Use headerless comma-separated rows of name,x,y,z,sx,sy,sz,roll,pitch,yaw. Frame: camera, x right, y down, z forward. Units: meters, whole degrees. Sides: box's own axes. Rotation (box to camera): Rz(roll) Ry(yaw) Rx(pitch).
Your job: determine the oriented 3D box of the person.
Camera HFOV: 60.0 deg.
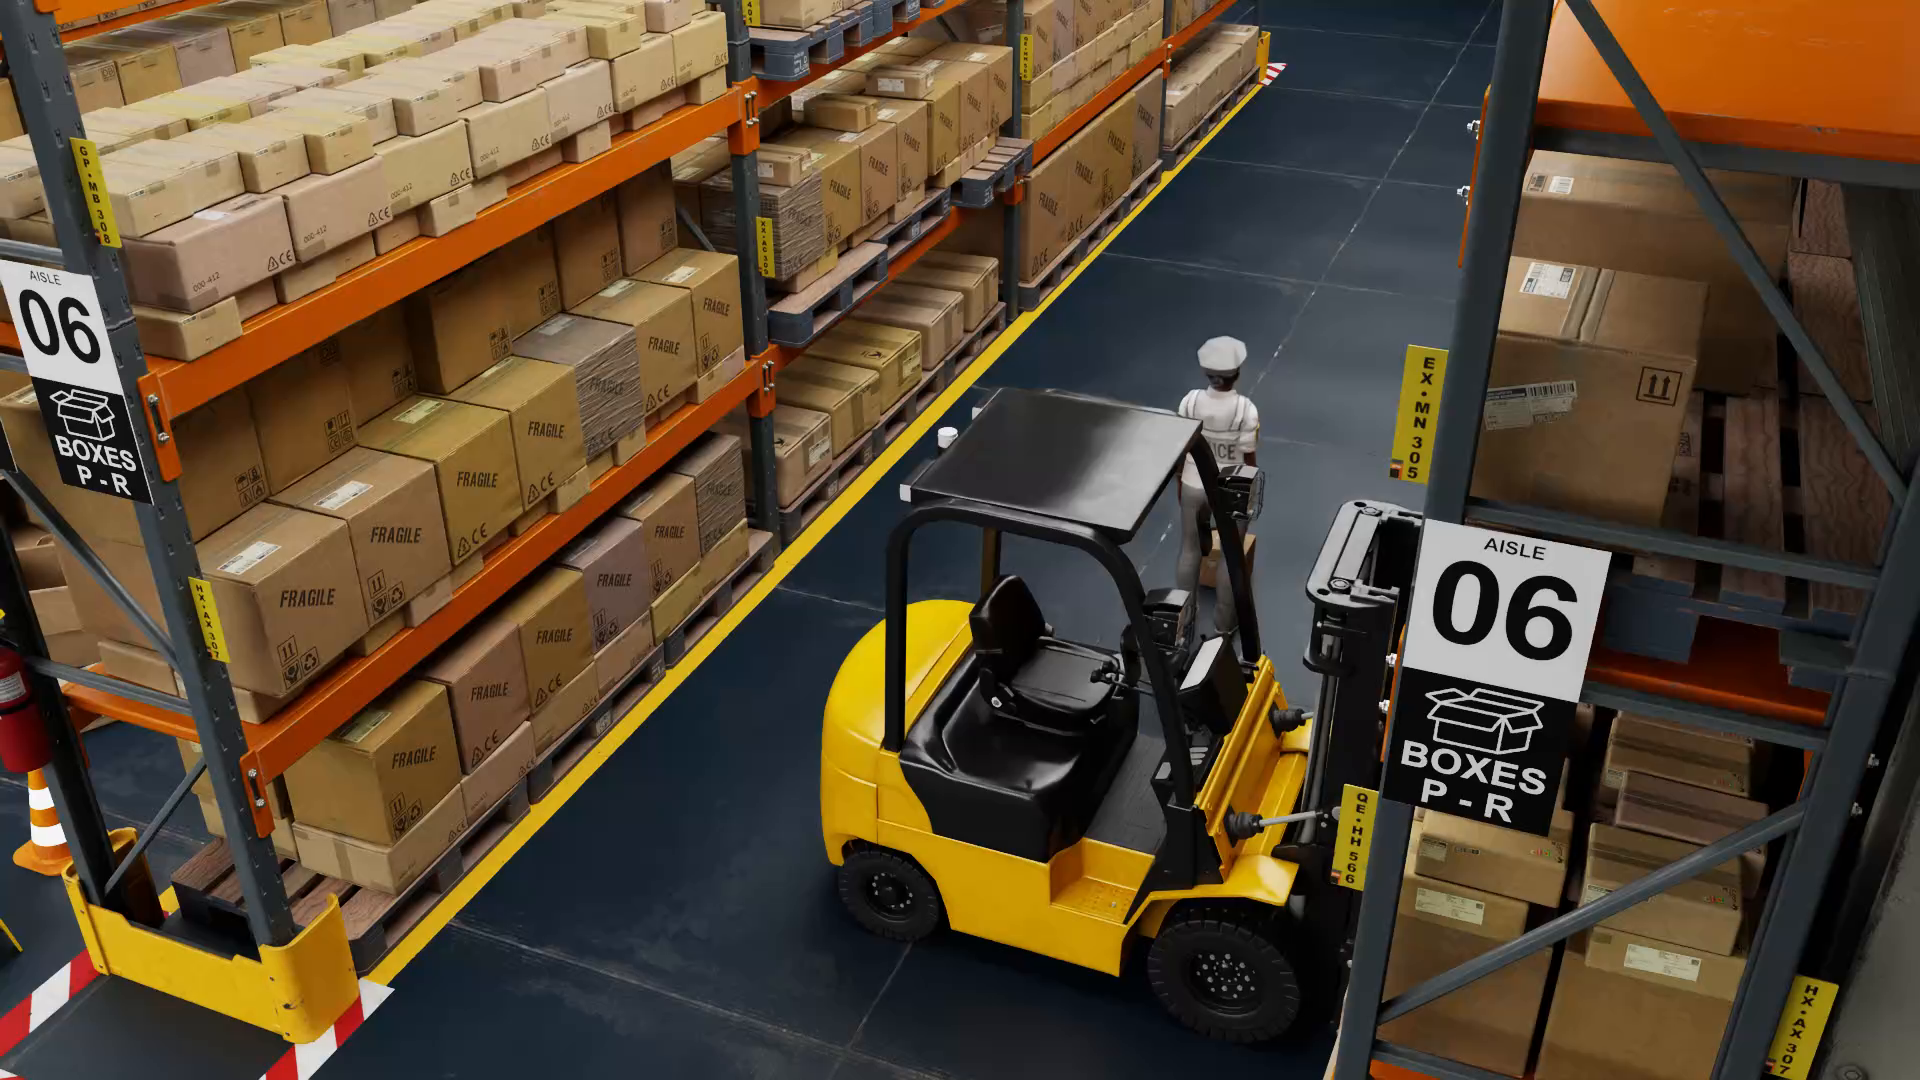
person,1.353,-0.278,8.863,0.437,1.680,0.340,12,32,20
